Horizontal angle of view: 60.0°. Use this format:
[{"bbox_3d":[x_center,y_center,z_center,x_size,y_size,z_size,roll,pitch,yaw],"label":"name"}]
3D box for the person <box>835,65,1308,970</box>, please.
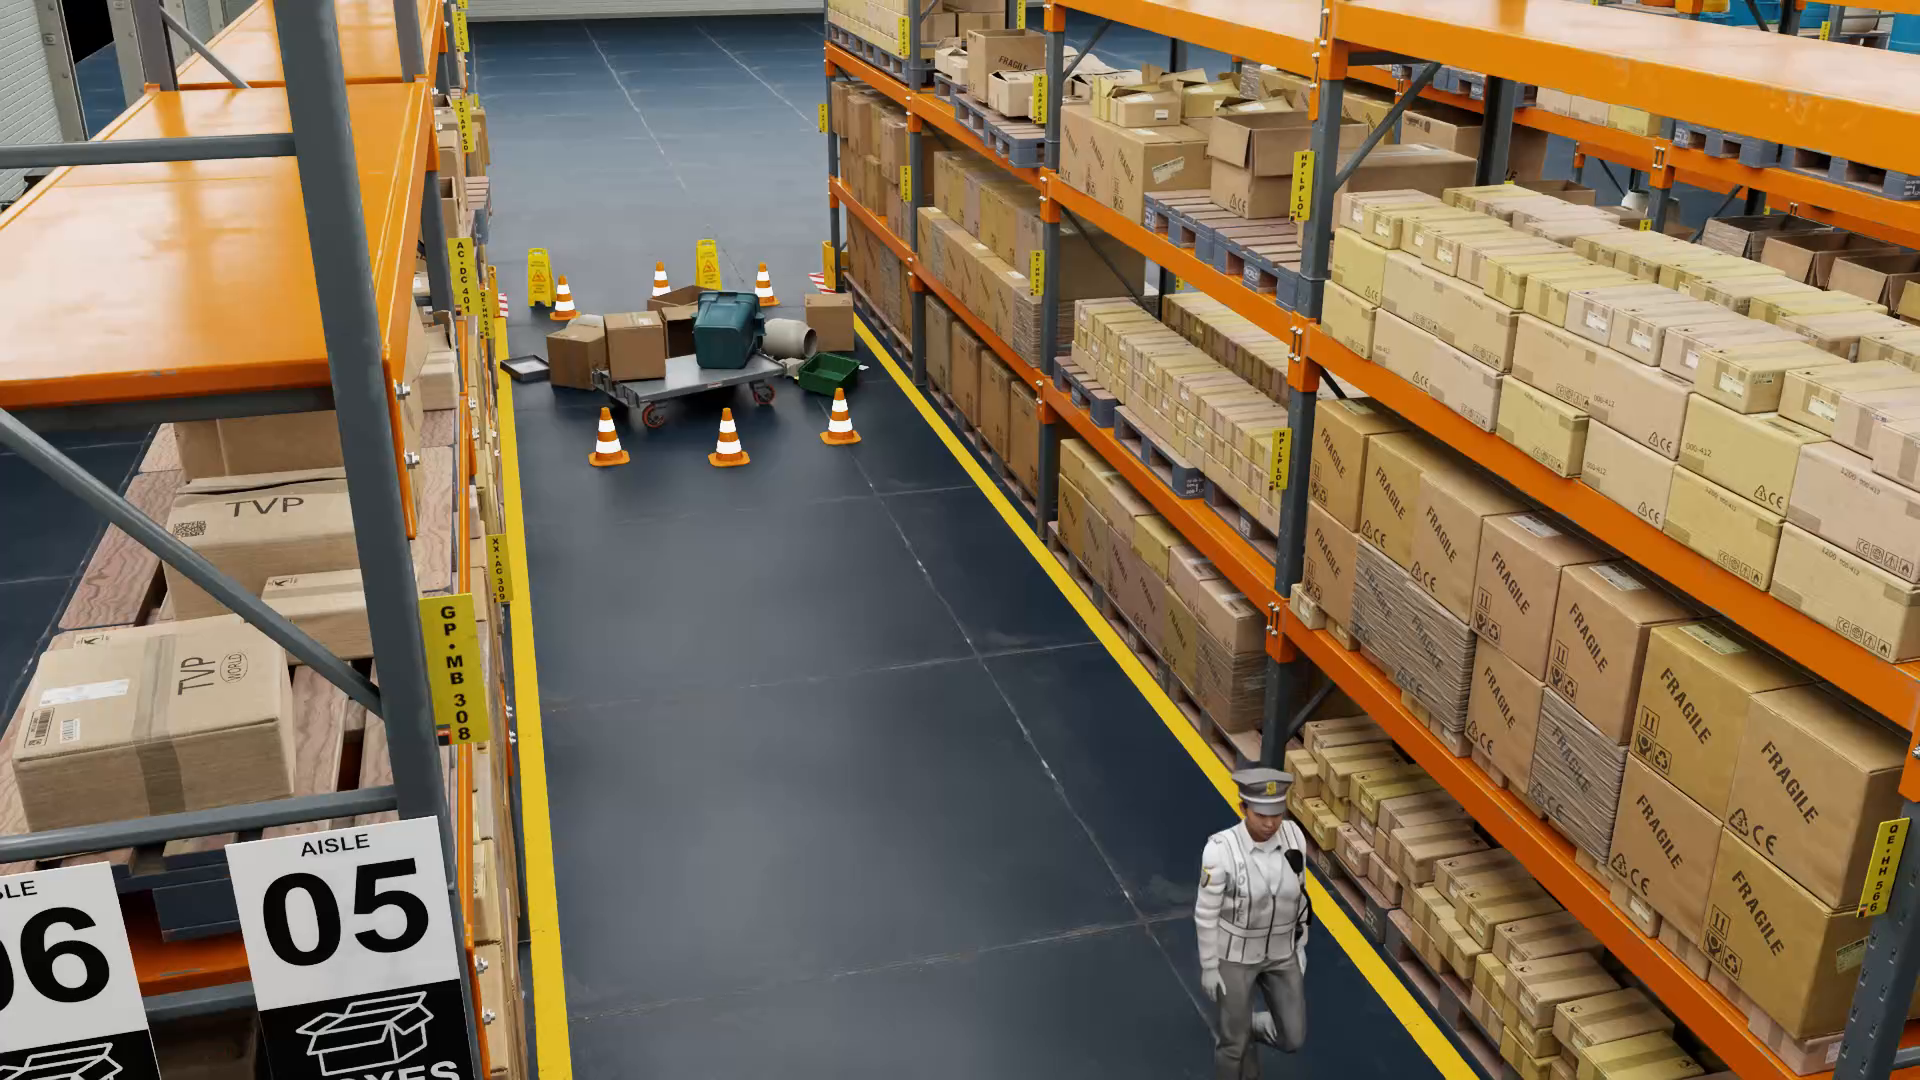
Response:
[{"bbox_3d":[-0.764,-0.558,8.911,5.304,2.347,21.858,-6,24,-14],"label":"person"}]
